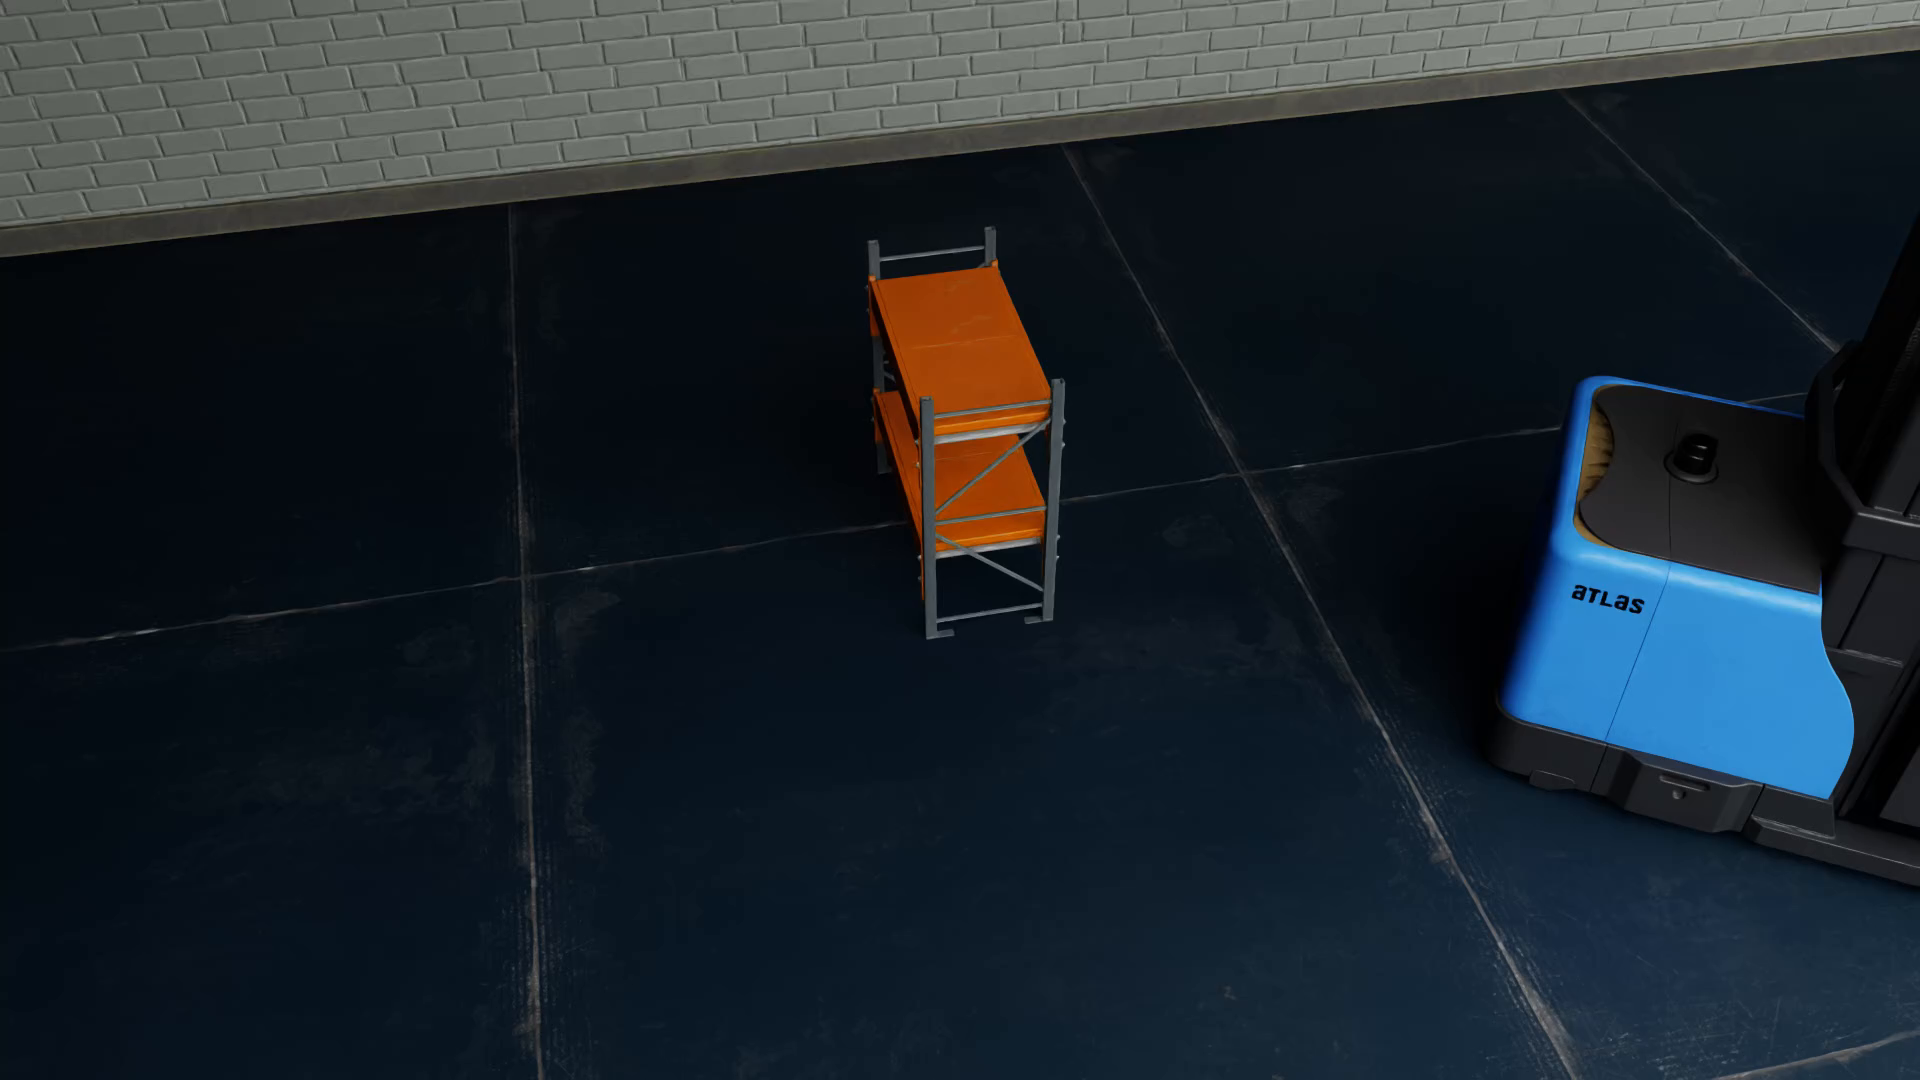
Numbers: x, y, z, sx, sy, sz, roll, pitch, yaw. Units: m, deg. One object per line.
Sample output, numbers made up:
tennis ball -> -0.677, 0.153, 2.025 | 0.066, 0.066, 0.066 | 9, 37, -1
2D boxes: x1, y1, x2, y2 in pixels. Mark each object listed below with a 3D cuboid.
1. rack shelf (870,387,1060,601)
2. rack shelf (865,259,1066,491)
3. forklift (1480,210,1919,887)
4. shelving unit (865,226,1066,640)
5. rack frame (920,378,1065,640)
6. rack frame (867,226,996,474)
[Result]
rack shelf -> 0.001, -0.233, 6.534 | 0.538, 0.278, 1.000 | -8, 42, -9
rack shelf -> 0.001, -0.635, 6.177 | 0.538, 0.278, 1.000 | -8, 42, -9
forklift -> 3.393, -0.239, 4.811 | 3.031, 2.935, 1.130 | 14, 44, 15
shelving unit -> 0.001, -0.416, 6.372 | 0.538, 1.125, 1.048 | -8, 42, -9
rack frame -> 0.111, -0.087, 6.000 | 0.500, 1.125, 0.032 | -8, 42, -9
rack frame -> -0.108, -0.746, 6.743 | 0.500, 1.125, 0.032 | -8, 42, -9
